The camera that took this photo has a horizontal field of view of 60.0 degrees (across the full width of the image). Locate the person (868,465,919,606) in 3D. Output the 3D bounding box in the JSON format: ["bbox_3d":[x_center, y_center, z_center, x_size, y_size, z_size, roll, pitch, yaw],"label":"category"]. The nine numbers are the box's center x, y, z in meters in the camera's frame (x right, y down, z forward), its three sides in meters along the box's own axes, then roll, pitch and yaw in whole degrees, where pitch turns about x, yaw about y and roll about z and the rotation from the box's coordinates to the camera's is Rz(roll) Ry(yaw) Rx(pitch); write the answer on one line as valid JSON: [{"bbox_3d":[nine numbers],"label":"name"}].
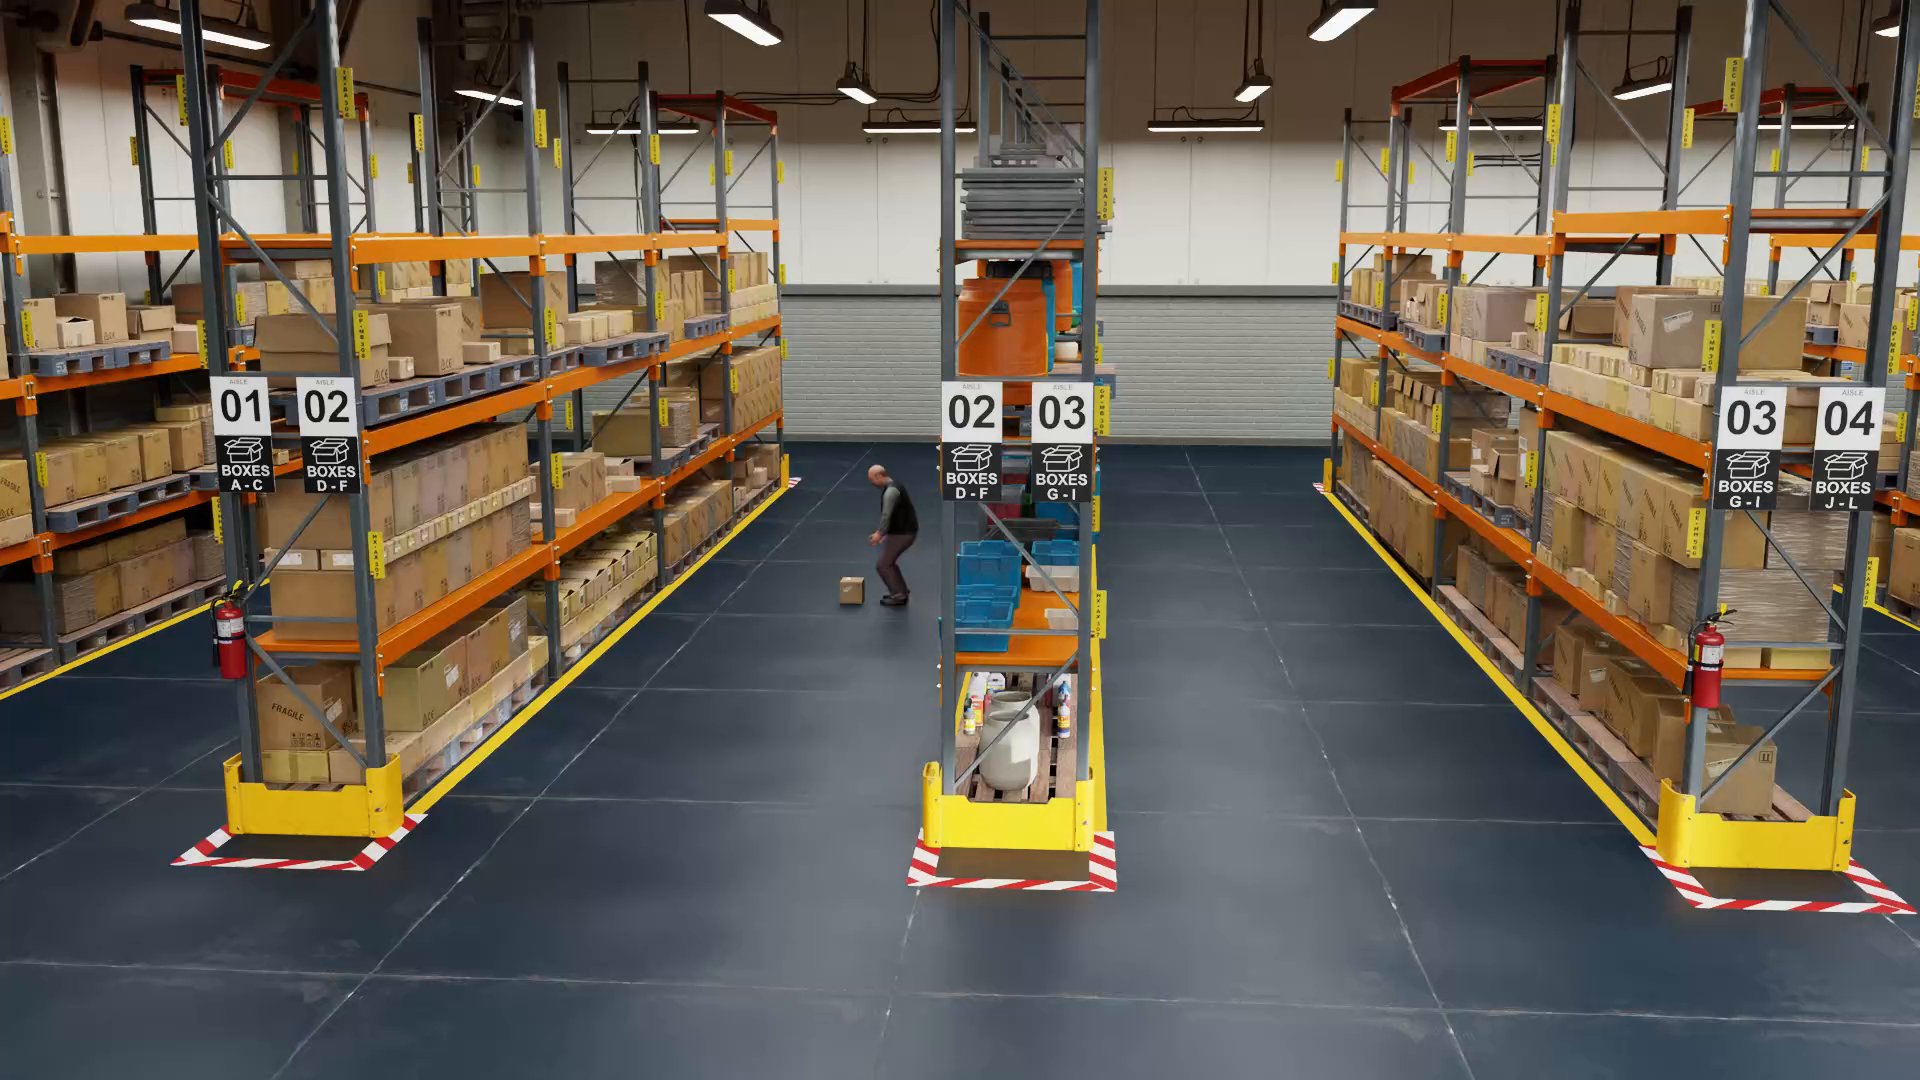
[{"bbox_3d":[-0.750,-0.060,18.731,0.555,1.577,0.581,1,11,5],"label":"person"}]
